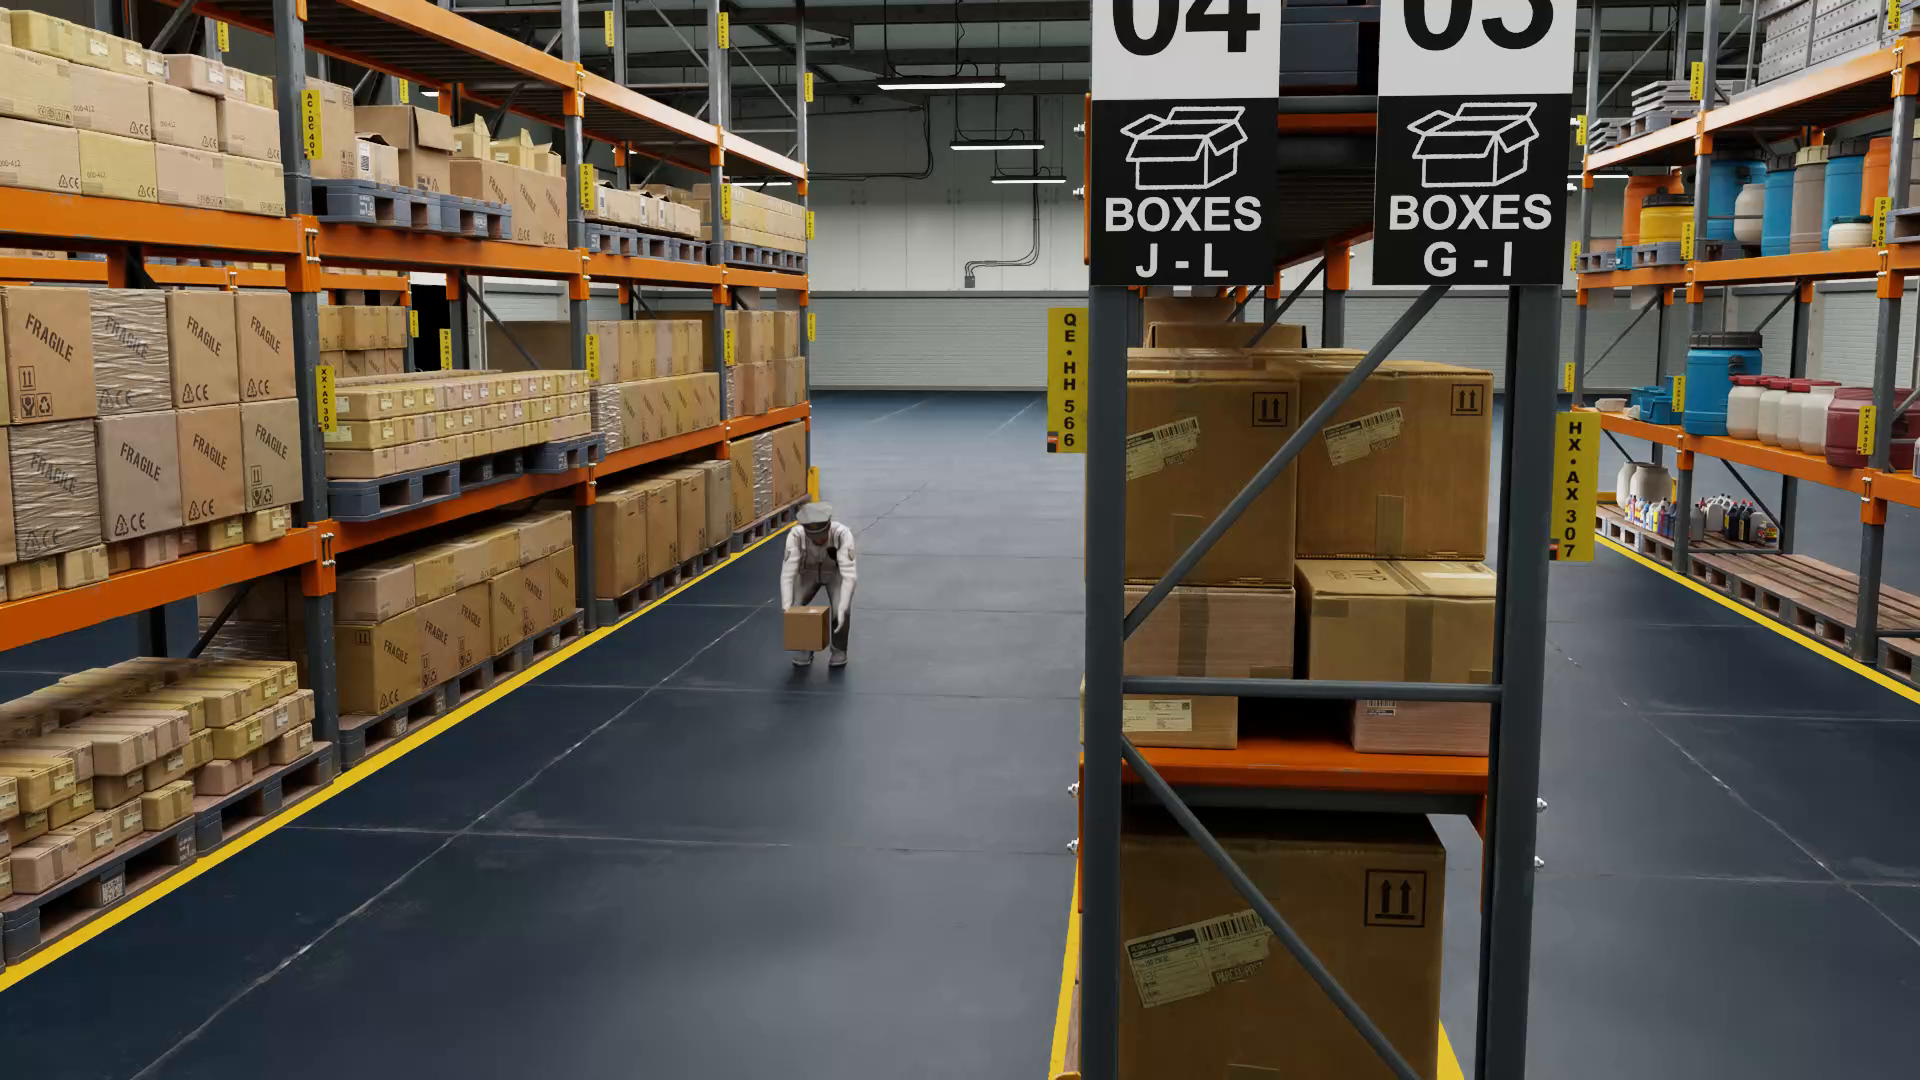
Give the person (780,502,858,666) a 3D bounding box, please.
[{"bbox_3d":[-0.923,0.287,11.157,0.516,1.139,0.803,1,8,6],"label":"person"}]
